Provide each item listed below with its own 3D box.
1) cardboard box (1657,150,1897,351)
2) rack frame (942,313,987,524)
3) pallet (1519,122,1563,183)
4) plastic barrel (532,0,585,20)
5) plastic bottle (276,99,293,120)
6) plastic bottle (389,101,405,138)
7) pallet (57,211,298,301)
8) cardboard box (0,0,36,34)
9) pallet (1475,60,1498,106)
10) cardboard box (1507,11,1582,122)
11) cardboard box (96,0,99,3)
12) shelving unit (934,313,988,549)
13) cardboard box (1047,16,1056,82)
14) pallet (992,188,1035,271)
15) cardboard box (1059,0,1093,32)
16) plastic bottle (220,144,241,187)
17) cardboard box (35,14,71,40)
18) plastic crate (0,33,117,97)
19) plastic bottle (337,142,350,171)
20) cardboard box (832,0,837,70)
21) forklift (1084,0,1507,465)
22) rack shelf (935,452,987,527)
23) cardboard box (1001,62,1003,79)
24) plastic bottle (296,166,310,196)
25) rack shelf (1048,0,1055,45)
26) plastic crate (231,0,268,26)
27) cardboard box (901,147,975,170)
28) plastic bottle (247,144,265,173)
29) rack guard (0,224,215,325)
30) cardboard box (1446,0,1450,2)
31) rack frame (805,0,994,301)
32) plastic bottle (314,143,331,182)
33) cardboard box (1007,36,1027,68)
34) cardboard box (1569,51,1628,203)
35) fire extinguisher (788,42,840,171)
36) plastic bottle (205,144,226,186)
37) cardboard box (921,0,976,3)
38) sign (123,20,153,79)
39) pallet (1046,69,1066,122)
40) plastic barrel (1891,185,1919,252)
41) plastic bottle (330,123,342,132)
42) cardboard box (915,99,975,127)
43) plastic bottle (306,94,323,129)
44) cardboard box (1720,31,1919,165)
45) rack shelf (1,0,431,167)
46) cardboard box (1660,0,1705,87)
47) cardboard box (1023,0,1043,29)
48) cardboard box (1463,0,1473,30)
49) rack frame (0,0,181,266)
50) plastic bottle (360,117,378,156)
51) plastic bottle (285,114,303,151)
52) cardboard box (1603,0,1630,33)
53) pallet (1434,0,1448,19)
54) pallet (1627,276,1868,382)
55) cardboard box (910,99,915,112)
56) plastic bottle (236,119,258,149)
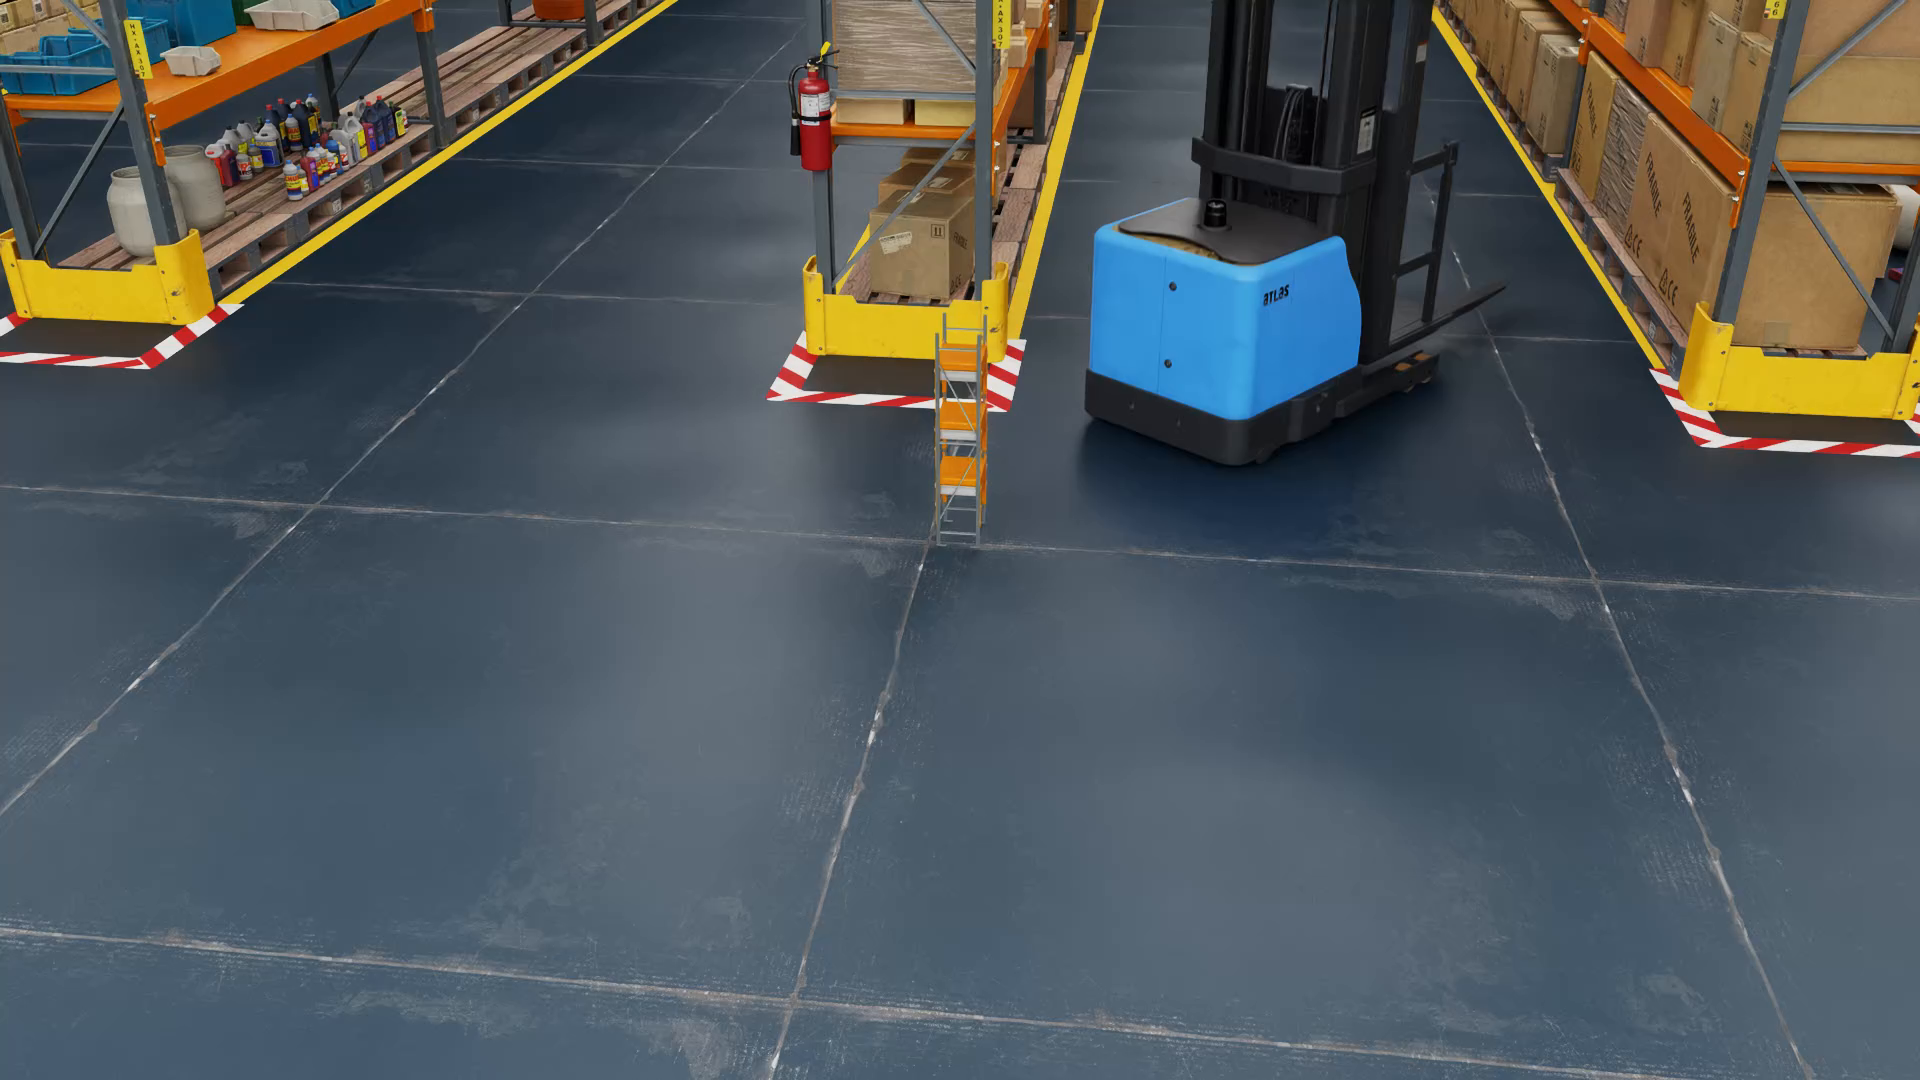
[{"bbox_3d":[4.607,-1.661,9.468,0.875,0.875,0.875,4,29,6],"label":"cardboard box"},{"bbox_3d":[0.022,-0.545,7.654,0.200,1.050,0.008,3,28,6],"label":"rack frame"},{"bbox_3d":[5.099,-3.111,13.303,1.003,0.211,1.213,3,28,6],"label":"pallet"},{"bbox_3d":[-4.213,-5.939,17.456,0.600,0.830,0.708,3,28,6],"label":"plastic barrel"},{"bbox_3d":[-5.257,-3.267,12.980,0.144,0.351,0.185,4,29,8],"label":"plastic bottle"},{"bbox_3d":[-4.478,-3.347,13.201,0.061,0.283,0.133,5,29,9],"label":"plastic bottle"},{"bbox_3d":[-5.169,-1.905,11.064,1.003,0.211,1.213,3,28,6],"label":"pallet"},{"bbox_3d":[-9.177,-5.010,15.751,0.500,0.311,0.500,4,29,8],"label":"cardboard box"},{"bbox_3d":[5.398,-4.260,15.435,1.003,0.211,1.213,3,28,6],"label":"pallet"},{"bbox_3d":[5.188,-3.917,13.787,1.050,0.750,0.750,3,28,6],"label":"cardboard box"},{"bbox_3d":[-8.992,-5.728,17.084,0.500,0.311,0.500,4,29,8],"label":"cardboard box"},{"bbox_3d":[0.007,-0.487,7.548,0.215,1.050,0.252,3,28,6],"label":"shelving unit"},{"bbox_3d":[0.479,-4.438,14.996,0.700,0.500,0.500,6,29,10],"label":"cardboard box"},{"bbox_3d":[-0.025,-2.185,11.584,1.003,0.211,1.213,3,28,6],"label":"pallet"},{"bbox_3d":[0.764,-5.763,17.082,1.225,0.875,0.875,2,28,4],"label":"cardboard box"},{"bbox_3d":[-5.283,-2.711,12.020,0.061,0.283,0.133,3,28,6],"label":"plastic bottle"},{"bbox_3d":[-9.119,-5.001,16.326,0.500,0.250,0.500,4,29,7],"label":"cardboard box"},{"bbox_3d":[-5.472,-2.900,10.127,0.499,0.251,0.616,3,28,6],"label":"plastic crate"},{"bbox_3d":[-4.614,-2.861,12.385,0.097,0.201,0.097,0,28,0],"label":"plastic bottle"},{"bbox_3d":[-0.284,-3.099,9.921,0.875,0.500,0.500,3,28,6],"label":"cardboard box"},{"bbox_3d":[2.058,-2.263,8.861,1.130,2.935,3.031,25,37,38],"label":"forklift"},{"bbox_3d":[0.007,-0.233,7.685,0.215,0.259,0.240,3,28,6],"label":"rack shelf"},{"bbox_3d":[0.056,-2.786,10.024,0.380,0.149,0.250,3,28,6],"label":"cardboard box"},{"bbox_3d":[-4.693,-2.558,11.822,0.097,0.201,0.097,0,28,0],"label":"plastic bottle"},{"bbox_3d":[0.414,-4.932,14.500,1.077,0.370,4.000,3,28,6],"label":"rack shelf"},{"bbox_3d":[-5.193,-3.879,12.011,0.450,0.188,0.662,3,28,6],"label":"plastic crate"},{"bbox_3d":[-0.093,-2.379,11.195,0.500,0.500,0.500,6,29,11],"label":"cardboard box"},{"bbox_3d":[-5.230,-2.838,12.342,0.097,0.201,0.097,0,28,0],"label":"plastic bottle"},{"bbox_3d":[-5.274,-1.650,10.286,1.175,0.500,0.348,3,28,6],"label":"rack guard"},{"bbox_3d":[5.643,-6.240,18.363,0.500,0.500,0.500,5,29,8],"label":"cardboard box"},{"bbox_3d":[-0.321,-2.424,9.087,1.000,3.000,0.127,3,28,6],"label":"rack frame"},{"bbox_3d":[-4.651,-2.748,12.102,0.097,0.271,0.097,0,28,0],"label":"plastic bottle"},{"bbox_3d":[0.231,-3.134,10.670,0.380,0.149,0.250,3,28,6],"label":"cardboard box"},{"bbox_3d":[4.933,-2.929,11.821,0.875,0.875,0.875,4,29,7],"label":"cardboard box"},{"bbox_3d":[-0.792,-2.363,9.055,0.296,0.674,0.183,3,28,6],"label":"fire extinguisher"},{"bbox_3d":[-5.389,-2.714,12.033,0.152,0.276,0.135,4,29,7],"label":"plastic bottle"},{"bbox_3d":[0.017,-3.283,9.207,0.500,0.500,0.500,3,28,6],"label":"cardboard box"},{"bbox_3d":[-4.691,-2.800,9.493,0.100,0.325,0.005,3,28,6],"label":"sign"},{"bbox_3d":[0.410,-4.022,14.993,1.003,0.211,1.213,3,28,6],"label":"pallet"},{"bbox_3d":[6.463,-2.214,11.413,0.421,0.421,0.512,-24,36,-37],"label":"plastic barrel"},{"bbox_3d":[-4.707,-3.024,12.601,0.061,0.283,0.133,3,28,6],"label":"plastic bottle"},{"bbox_3d":[-0.050,-2.434,9.370,0.380,0.149,0.250,3,28,6],"label":"cardboard box"},{"bbox_3d":[-5.221,-3.463,13.428,0.097,0.271,0.097,0,28,0],"label":"plastic bottle"},{"bbox_3d":[4.590,-2.332,8.758,0.875,0.550,0.550,3,28,6],"label":"cardboard box"},{"bbox_3d":[-4.992,-3.337,11.540,1.077,0.370,4.000,3,28,6],"label":"rack shelf"},{"bbox_3d":[4.853,-3.100,10.184,0.875,0.550,0.500,3,28,6],"label":"cardboard box"},{"bbox_3d":[0.384,-3.723,11.763,0.380,0.149,0.250,3,28,6],"label":"cardboard box"},{"bbox_3d":[5.458,-5.508,17.004,0.500,0.500,0.500,4,29,8],"label":"cardboard box"},{"bbox_3d":[-5.237,-2.712,9.622,1.000,3.000,0.127,3,28,6],"label":"rack frame"},{"bbox_3d":[-4.542,-3.104,12.748,0.061,0.283,0.133,5,29,10],"label":"plastic bottle"},{"bbox_3d":[-5.155,-3.156,12.859,0.097,0.271,0.097,0,28,0],"label":"plastic bottle"},{"bbox_3d":[5.046,-3.863,11.600,0.875,0.550,0.550,3,28,6],"label":"cardboard box"},{"bbox_3d":[5.966,-6.143,18.930,1.003,0.211,1.213,3,28,6],"label":"pallet"},{"bbox_3d":[4.609,-1.242,9.833,1.003,0.211,1.213,3,28,6],"label":"pallet"},{"bbox_3d":[-0.460,-2.578,9.637,0.380,0.149,0.250,3,28,6],"label":"cardboard box"},{"bbox_3d":[-5.333,-2.978,12.444,0.144,0.351,0.185,3,28,6],"label":"plastic bottle"}]
